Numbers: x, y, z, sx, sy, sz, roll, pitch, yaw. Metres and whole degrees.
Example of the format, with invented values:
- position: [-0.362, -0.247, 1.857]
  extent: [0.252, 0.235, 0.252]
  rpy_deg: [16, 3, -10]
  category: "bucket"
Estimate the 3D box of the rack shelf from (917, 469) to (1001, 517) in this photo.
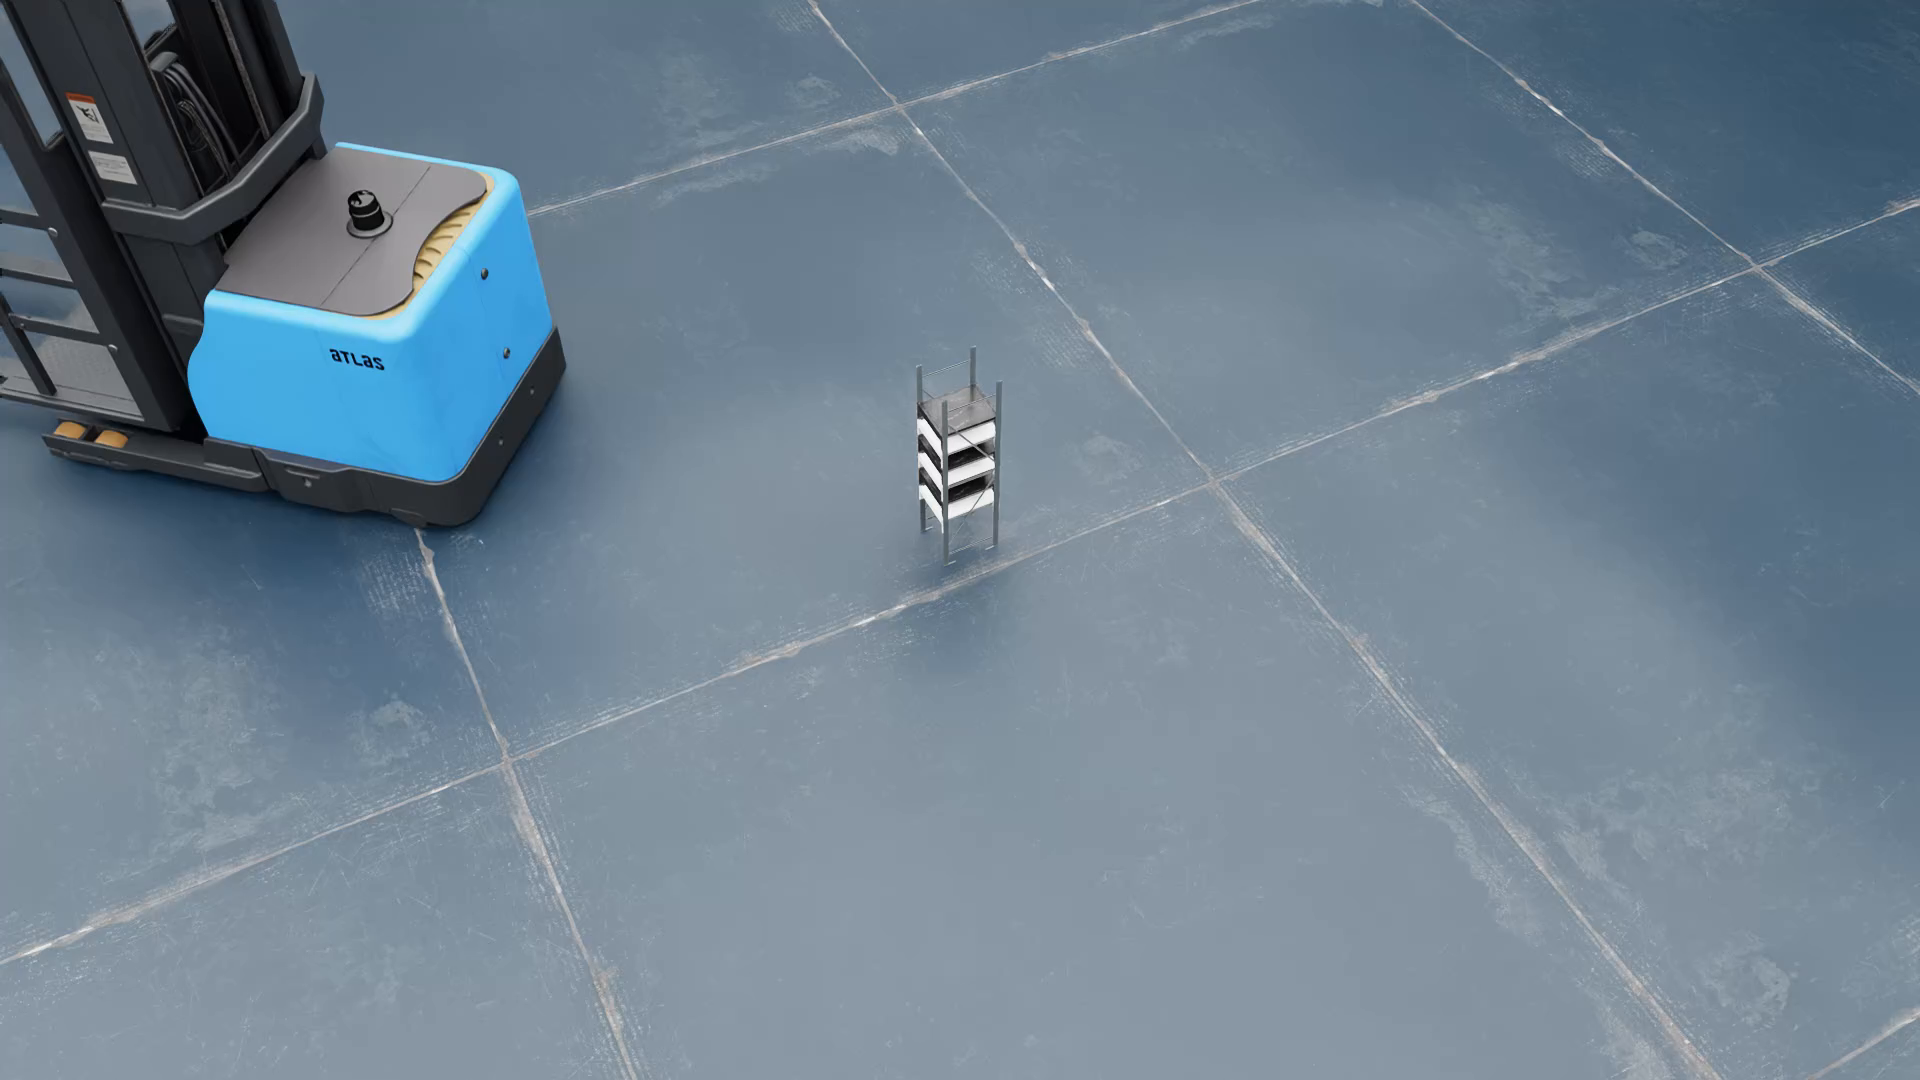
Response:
- position: [-0.004, -0.221, 6.401]
  extent: [0.258, 0.077, 0.200]
  rpy_deg: [-21, 52, -18]
  category: "rack shelf"

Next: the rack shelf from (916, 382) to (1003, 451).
- position: [-0.004, -0.458, 6.131]
  extent: [0.258, 0.077, 0.200]
  rpy_deg: [-21, 52, -18]
  category: "rack shelf"

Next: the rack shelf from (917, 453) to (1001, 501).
- position: [-0.004, -0.280, 6.334]
  extent: [0.258, 0.077, 0.200]
  rpy_deg: [-21, 52, -18]
  category: "rack shelf"

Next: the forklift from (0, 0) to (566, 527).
- position: [-3.280, -1.630, 6.121]
  extent: [3.031, 2.935, 1.130]
  rpy_deg: [11, 50, 10]
  category: "forklift"

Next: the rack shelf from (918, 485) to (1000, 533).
- position: [-0.004, -0.161, 6.469]
  extent: [0.258, 0.077, 0.200]
  rpy_deg: [-21, 52, -18]
  category: "rack shelf"

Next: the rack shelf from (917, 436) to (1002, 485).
- position: [-0.004, -0.339, 6.266]
  extent: [0.258, 0.077, 0.200]
  rpy_deg: [-21, 52, -18]
  category: "rack shelf"

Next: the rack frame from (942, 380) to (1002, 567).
- position: [0.043, -0.234, 6.249]
  extent: [0.240, 0.900, 0.006]
  rpy_deg: [-21, 52, -18]
  category: "rack frame"

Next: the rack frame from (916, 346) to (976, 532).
- position: [-0.050, -0.370, 6.368]
  extent: [0.240, 0.900, 0.006]
  rpy_deg: [-21, 52, -18]
  category: "rack frame"

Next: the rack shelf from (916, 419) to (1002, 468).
- position: [-0.004, -0.398, 6.198]
  extent: [0.258, 0.077, 0.200]
  rpy_deg: [-21, 52, -18]
  category: "rack shelf"

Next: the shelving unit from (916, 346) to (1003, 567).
- position: [-0.004, -0.302, 6.309]
  extent: [0.258, 0.900, 0.210]
  rpy_deg: [-21, 52, -18]
  category: "shelving unit"
